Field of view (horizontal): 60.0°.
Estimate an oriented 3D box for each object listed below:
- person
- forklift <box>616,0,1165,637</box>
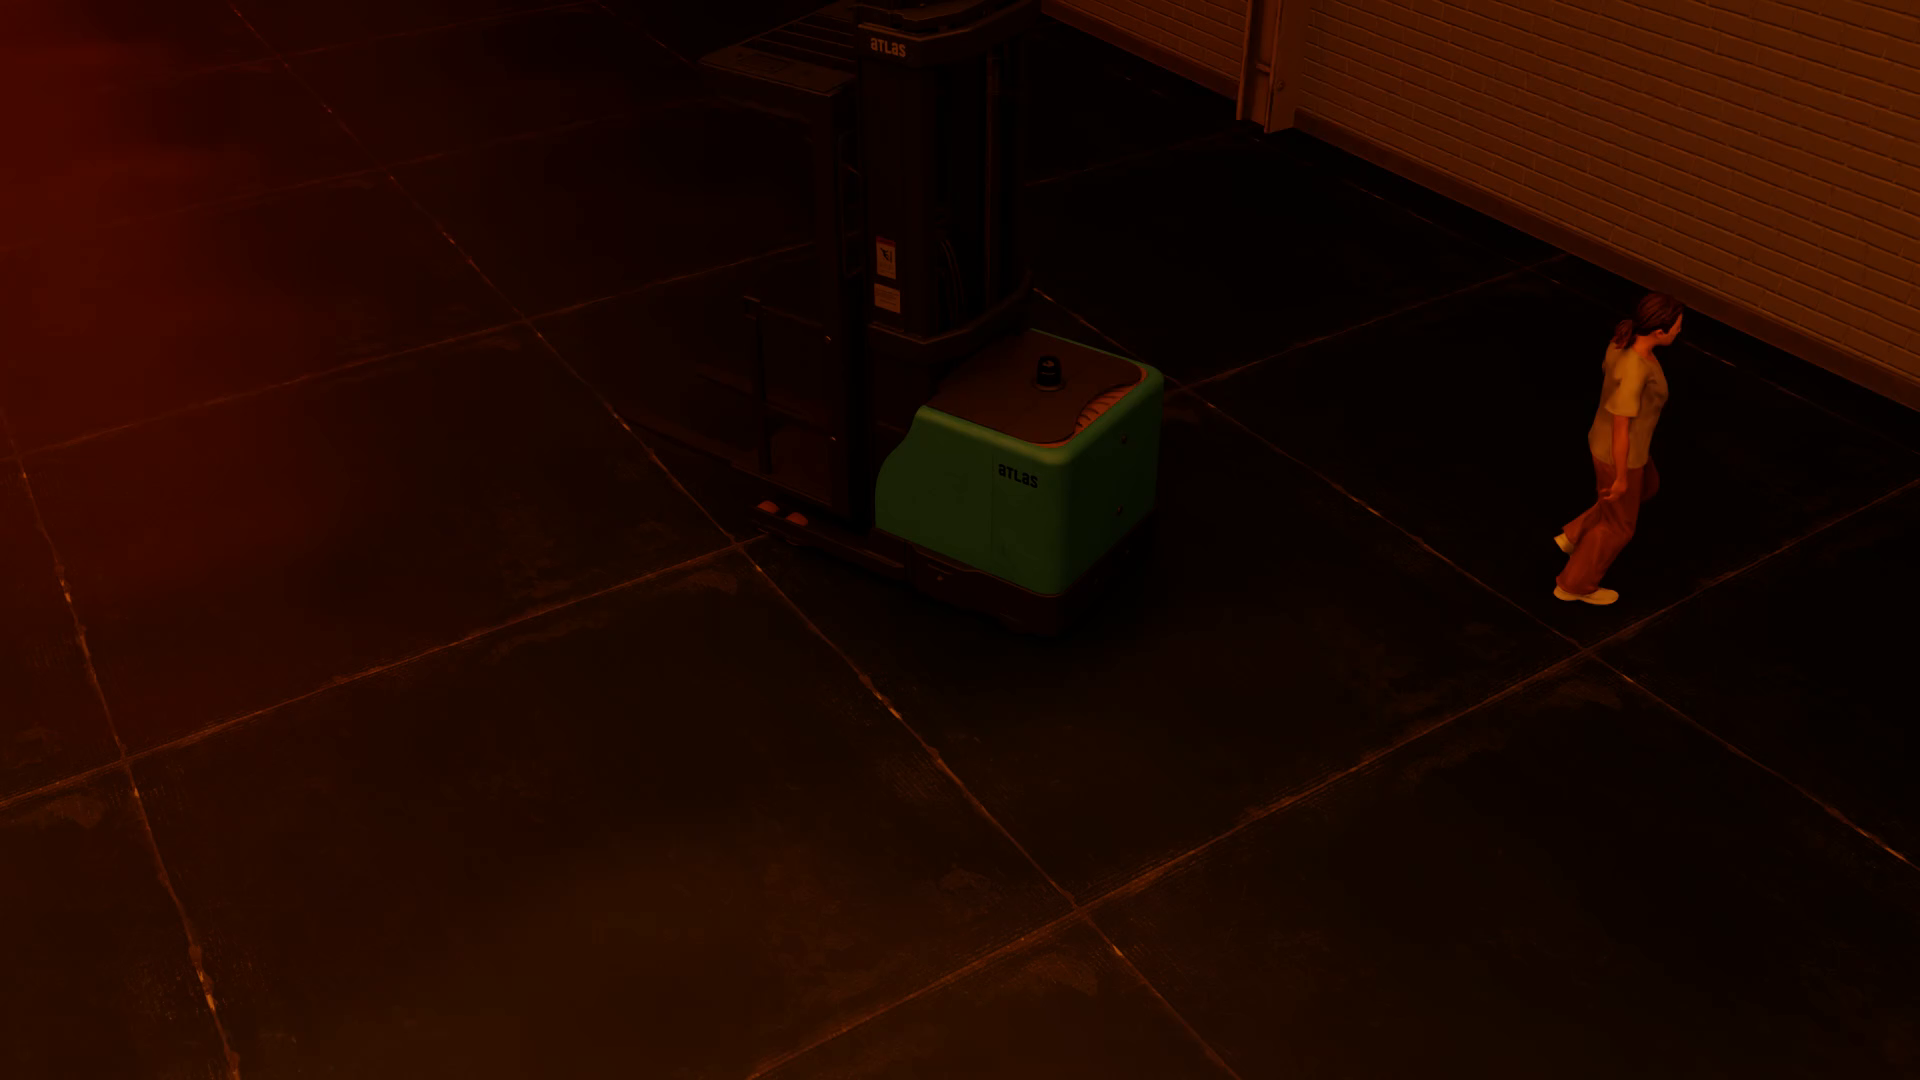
[{"bbox_3d":[3.161,-0.419,7.856,0.464,1.655,0.604,4,35,6],"label":"person"},{"bbox_3d":[-0.500,-1.399,8.138,3.031,2.935,1.130,22,41,28],"label":"forklift"}]
